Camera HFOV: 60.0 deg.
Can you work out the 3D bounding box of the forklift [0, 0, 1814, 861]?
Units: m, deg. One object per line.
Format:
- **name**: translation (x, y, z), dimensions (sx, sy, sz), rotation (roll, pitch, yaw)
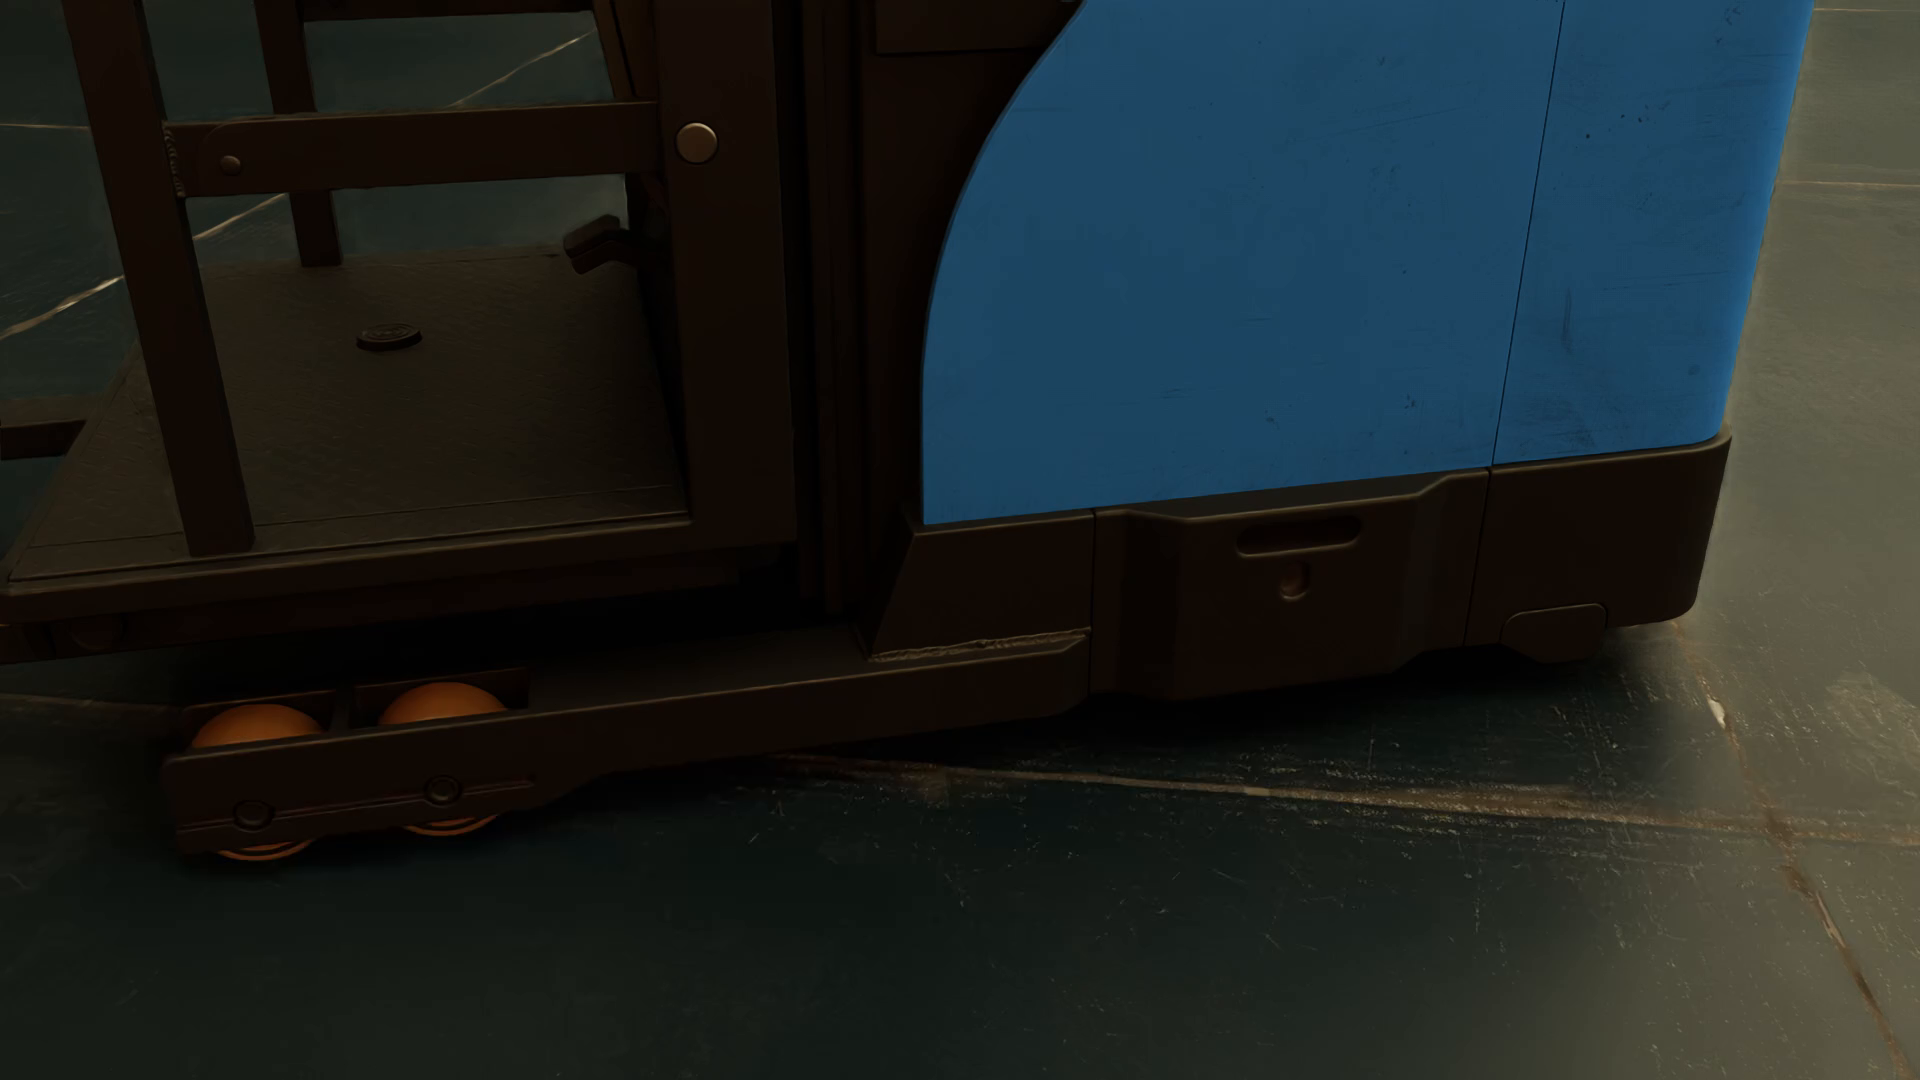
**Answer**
- **forklift**: translation (-0.600, -1.224, 1.669), dimensions (3.031, 2.935, 1.130), rotation (-6, 27, -12)
